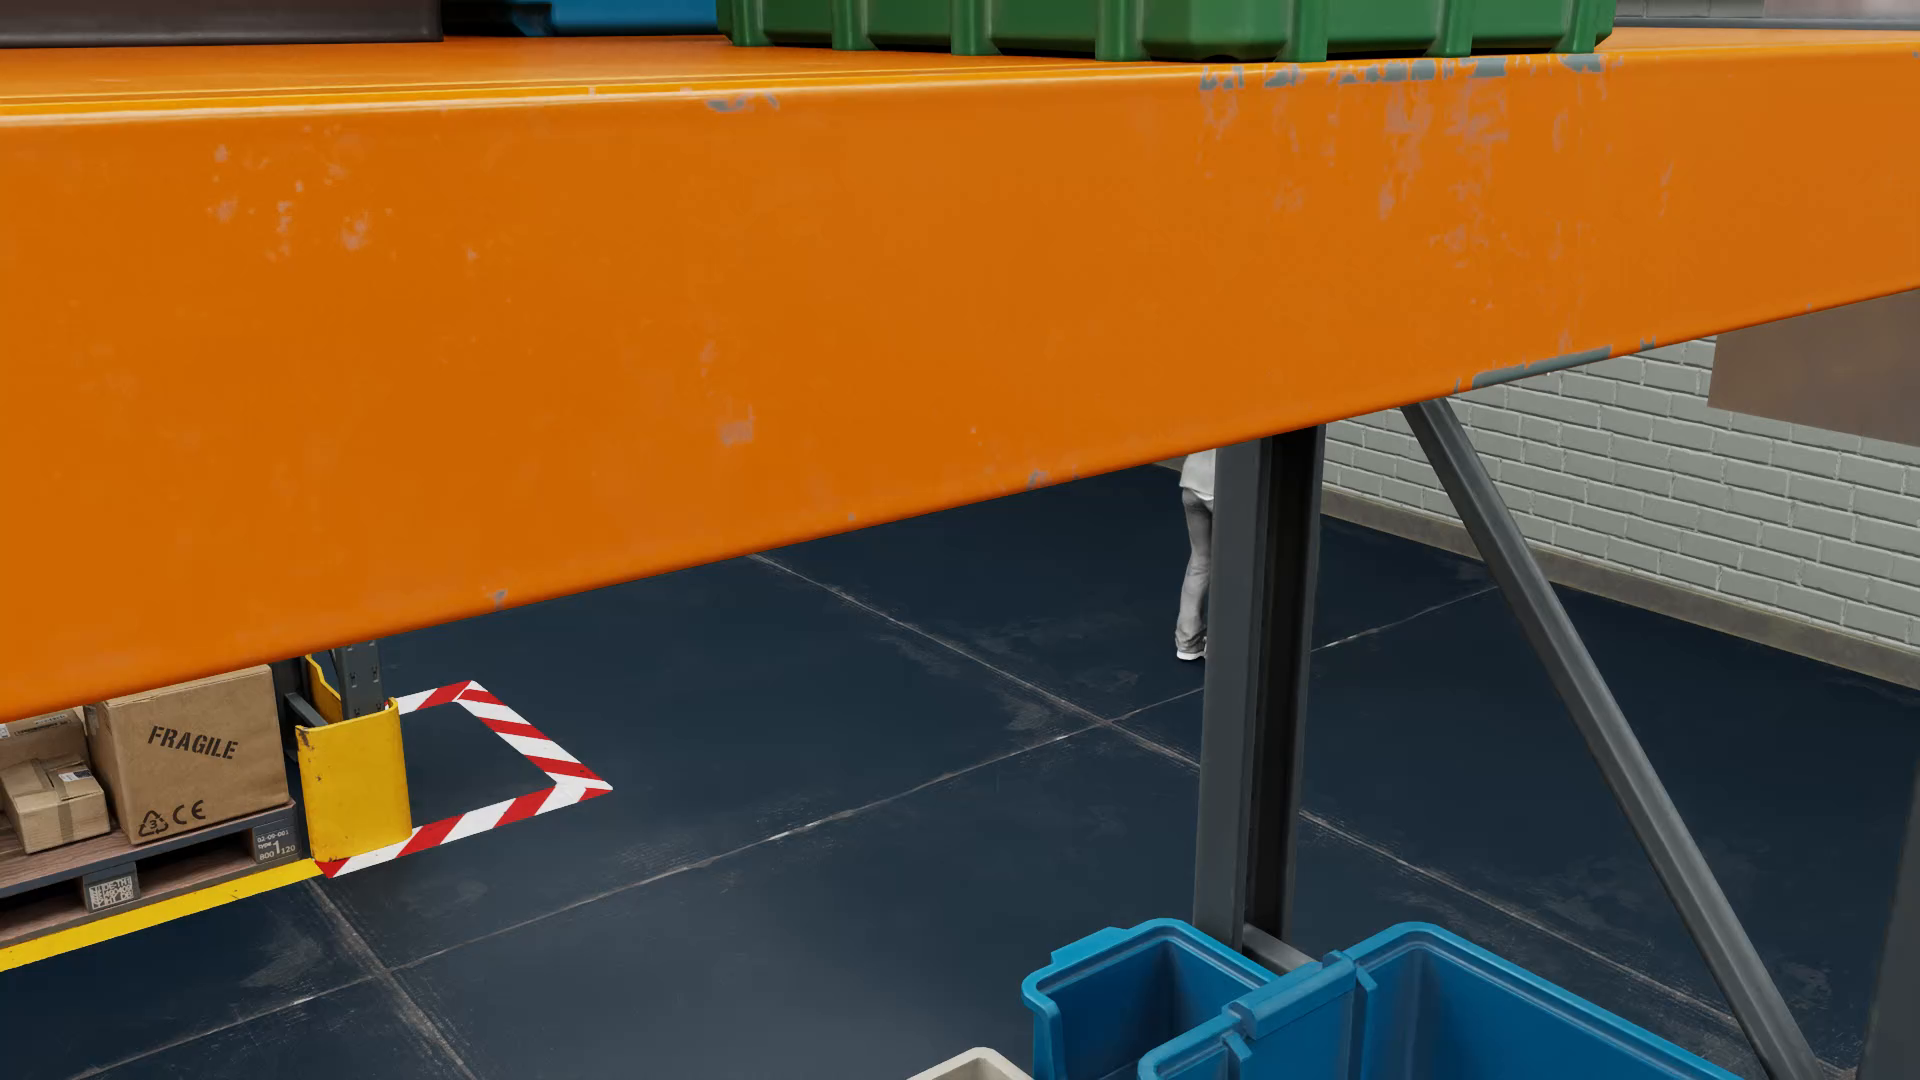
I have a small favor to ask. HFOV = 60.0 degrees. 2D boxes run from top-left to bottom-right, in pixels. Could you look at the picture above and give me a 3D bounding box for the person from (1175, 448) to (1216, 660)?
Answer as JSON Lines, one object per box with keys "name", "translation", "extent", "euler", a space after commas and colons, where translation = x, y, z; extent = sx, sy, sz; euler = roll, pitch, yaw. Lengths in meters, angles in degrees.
{"name": "person", "translation": [1.127, -0.212, 7.226], "extent": [0.348, 1.593, 0.476], "euler": [-14, 23, -37]}
